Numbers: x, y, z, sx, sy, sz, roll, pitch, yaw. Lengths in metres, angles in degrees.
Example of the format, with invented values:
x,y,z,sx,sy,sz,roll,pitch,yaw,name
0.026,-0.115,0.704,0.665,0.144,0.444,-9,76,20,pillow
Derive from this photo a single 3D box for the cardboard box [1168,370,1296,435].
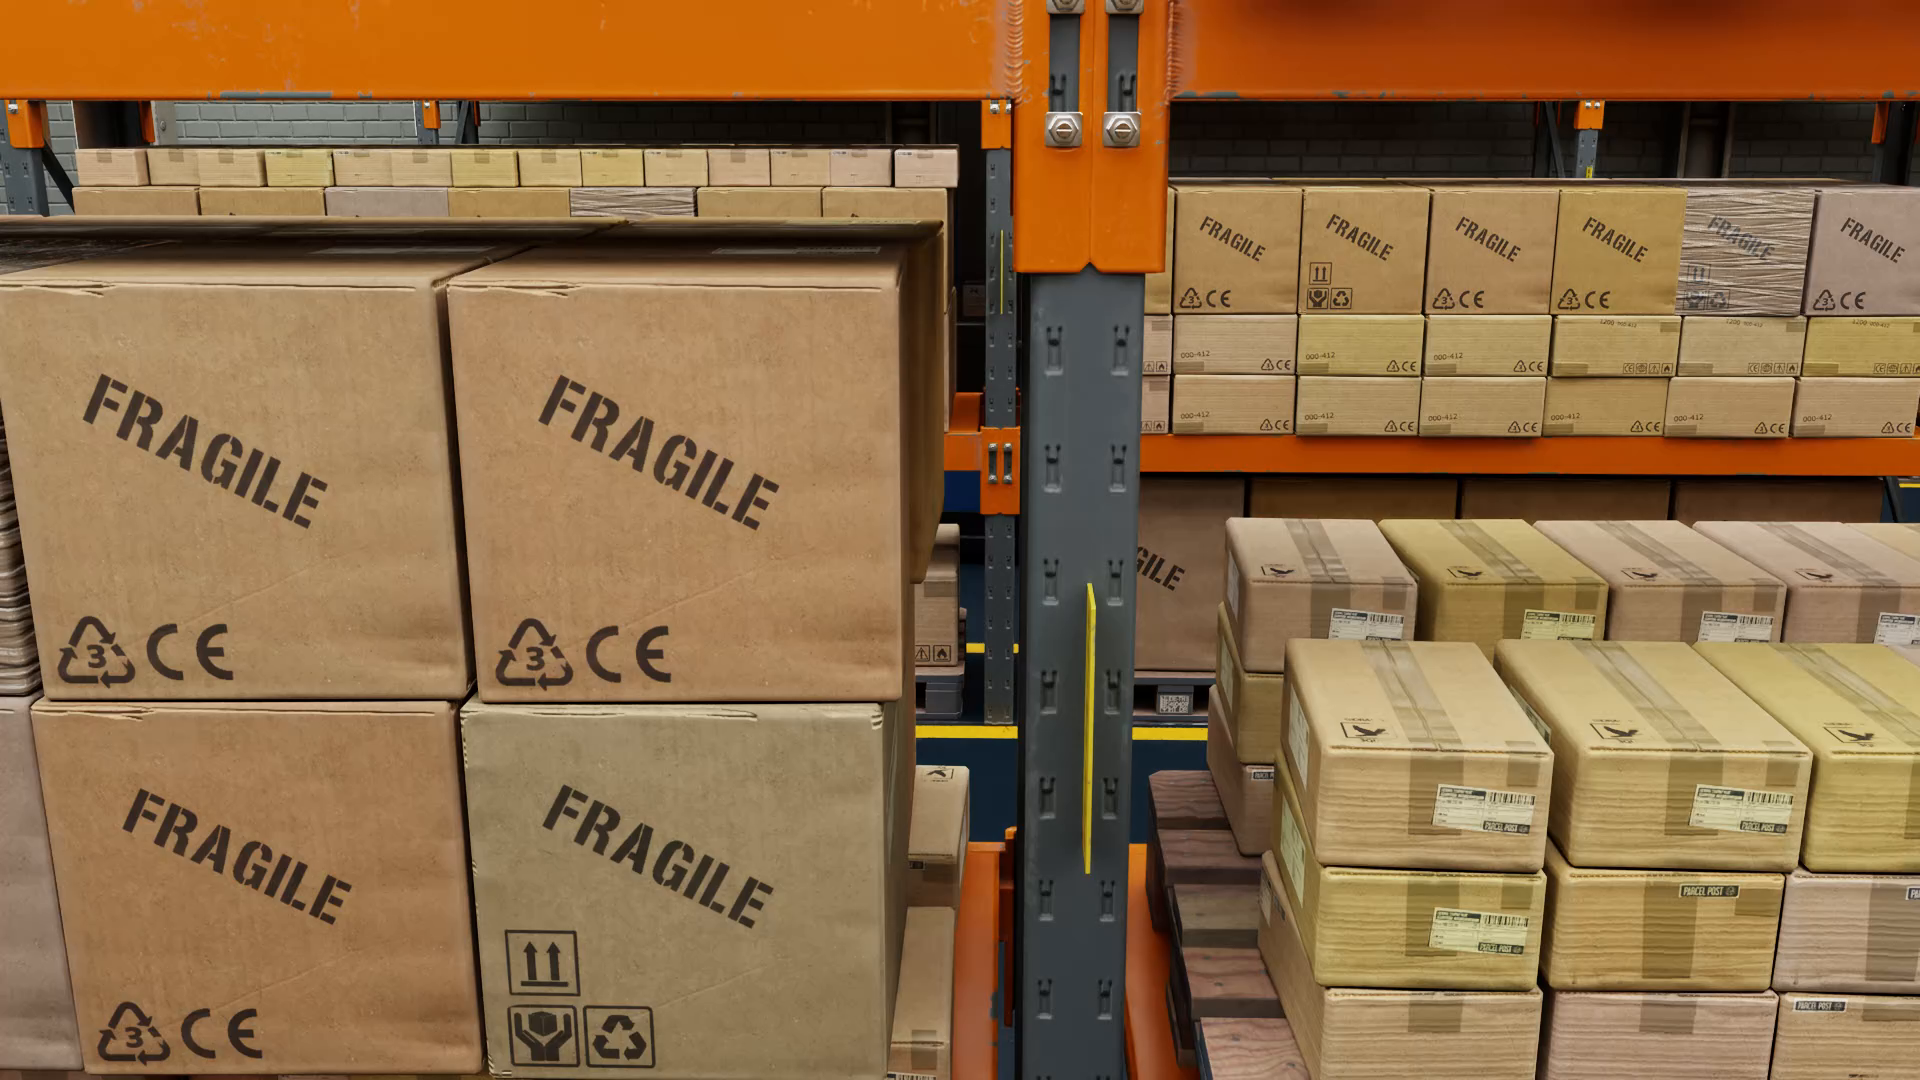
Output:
x,y,z,sx,sy,sz,roll,pitch,yaw,name
1.132,-0.618,7.098,0.500,0.250,0.500,0,15,0,cardboard box

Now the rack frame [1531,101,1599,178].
x,y,z,sx,sy,sz,roll,pitch,yaw,name
4.303,-2.004,12.055,0.127,3.000,1.000,0,15,1,rack frame

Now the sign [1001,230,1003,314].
x,y,z,sx,sy,sz,roll,pitch,yaw,name
0.168,-1.079,6.699,0.005,0.325,0.100,0,15,1,sign

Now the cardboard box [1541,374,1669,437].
x,y,z,sx,sy,sz,roll,pitch,yaw,name
2.654,-0.609,7.063,0.500,0.250,0.500,0,15,1,cardboard box

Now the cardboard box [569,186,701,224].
x,y,z,sx,sy,sz,roll,pitch,yaw,name
-1.314,-1.235,6.984,0.500,0.500,0.500,1,15,2,cardboard box

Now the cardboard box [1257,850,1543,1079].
x,y,z,sx,sy,sz,roll,pitch,yaw,name
0.538,0.537,2.093,0.250,0.149,0.380,0,15,-1,cardboard box

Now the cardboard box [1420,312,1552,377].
x,y,z,sx,sy,sz,roll,pitch,yaw,name
2.145,-0.849,6.993,0.500,0.250,0.500,0,15,0,cardboard box

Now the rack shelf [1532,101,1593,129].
x,y,z,sx,sy,sz,roll,pitch,yaw,name
2.303,-3.119,11.813,4.000,0.370,1.077,0,15,1,rack shelf

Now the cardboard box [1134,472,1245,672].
x,y,z,sx,sy,sz,roll,pitch,yaw,name
0.803,0.044,7.635,0.875,0.875,0.875,1,15,3,cardboard box

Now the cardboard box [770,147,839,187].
x,y,z,sx,sy,sz,roll,pitch,yaw,name
-0.645,-1.564,6.960,0.250,0.149,0.380,0,15,1,cardboard box

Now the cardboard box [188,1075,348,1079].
x,y,z,sx,sy,sz,roll,pitch,yaw,name
-0.918,0.668,2.419,0.250,0.149,0.380,0,15,0,cardboard box

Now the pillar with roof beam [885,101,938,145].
x,y,z,sx,sy,sz,roll,pitch,yaw,name
-0.479,-4.067,8.116,0.400,9.000,9.100,0,15,1,pillar with roof beam

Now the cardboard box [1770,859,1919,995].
x,y,z,sx,sy,sz,roll,pitch,yaw,name
1.055,0.396,2.044,0.250,0.149,0.380,1,15,3,cardboard box

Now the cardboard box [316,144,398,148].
x,y,z,sx,sy,sz,roll,pitch,yaw,name
-2.688,-1.696,7.462,0.250,0.149,0.380,1,15,3,cardboard box

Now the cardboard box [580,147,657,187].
x,y,z,sx,sy,sz,roll,pitch,yaw,name
-1.411,-1.555,6.925,0.250,0.149,0.380,0,15,0,cardboard box

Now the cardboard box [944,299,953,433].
x,y,z,sx,sy,sz,roll,pitch,yaw,name
-0.289,-0.750,7.107,0.500,0.500,0.500,1,15,2,cardboard box

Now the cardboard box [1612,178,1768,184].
x,y,z,sx,sy,sz,roll,pitch,yaw,name
3.197,-1.336,7.368,0.500,0.500,0.500,0,15,2,cardboard box

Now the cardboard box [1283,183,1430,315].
x,y,z,sx,sy,sz,roll,pitch,yaw,name
1.624,-1.219,6.926,0.500,0.500,0.500,0,15,0,cardboard box

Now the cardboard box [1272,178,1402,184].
x,y,z,sx,sy,sz,roll,pitch,yaw,name
1.658,-1.347,7.410,0.500,0.500,0.500,1,15,3,cardboard box

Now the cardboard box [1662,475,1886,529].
x,y,z,sx,sy,sz,roll,pitch,yaw,name
3.491,0.061,7.572,0.875,0.875,0.875,0,15,1,cardboard box

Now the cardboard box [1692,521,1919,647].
x,y,z,sx,sy,sz,roll,pitch,yaw,name
1.351,0.088,2.630,0.250,0.149,0.380,0,15,1,cardboard box

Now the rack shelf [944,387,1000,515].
x,y,z,sx,sy,sz,roll,pitch,yaw,name
-1.818,-0.429,7.497,4.000,0.370,1.077,0,15,1,rack shelf

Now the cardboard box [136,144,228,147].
x,y,z,sx,sy,sz,roll,pitch,yaw,name
-3.454,-1.684,7.416,0.250,0.149,0.380,1,15,2,cardboard box

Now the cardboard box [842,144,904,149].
x,y,z,sx,sy,sz,roll,pitch,yaw,name
-0.384,-1.675,7.382,0.250,0.149,0.380,1,15,2,cardboard box

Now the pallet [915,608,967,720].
x,y,z,sx,sy,sz,roll,pitch,yaw,name
-0.577,0.559,7.806,1.213,0.211,1.003,0,15,1,pallet

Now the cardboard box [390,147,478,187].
x,y,z,sx,sy,sz,roll,pitch,yaw,name
-2.173,-1.550,6.909,0.250,0.149,0.380,1,15,2,cardboard box

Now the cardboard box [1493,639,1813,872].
x,y,z,sx,sy,sz,roll,pitch,yaw,name
0.817,0.250,2.016,0.250,0.149,0.380,1,15,3,cardboard box

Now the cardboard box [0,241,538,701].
x,y,z,sx,sy,sz,roll,pitch,yaw,name
-0.838,-0.113,2.148,0.500,0.500,0.500,0,15,0,cardboard box

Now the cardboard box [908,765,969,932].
x,y,z,sx,sy,sz,roll,pitch,yaw,name
-0.119,0.535,2.924,0.250,0.149,0.380,1,15,3,cardboard box

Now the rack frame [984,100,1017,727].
x,y,z,sx,sy,sz,roll,pitch,yaw,name
0.181,-0.764,7.356,0.127,3.000,1.000,0,15,1,rack frame

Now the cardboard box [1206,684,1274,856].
x,y,z,sx,sy,sz,roll,pitch,yaw,name
0.558,0.370,2.729,0.250,0.149,0.380,0,15,0,cardboard box

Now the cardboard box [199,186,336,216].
x,y,z,sx,sy,sz,roll,pitch,yaw,name
-2.828,-1.245,7.021,0.500,0.500,0.500,0,15,0,cardboard box

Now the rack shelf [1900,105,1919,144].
x,y,z,sx,sy,sz,roll,pitch,yaw,name
6.179,-1.827,6.917,4.000,0.370,1.077,0,15,1,rack shelf

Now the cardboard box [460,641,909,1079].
x,y,z,sx,sy,sz,roll,pitch,yaw,name
-0.335,0.376,2.257,0.500,0.500,0.500,0,15,2,cardboard box

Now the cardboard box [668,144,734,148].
x,y,z,sx,sy,sz,roll,pitch,yaw,name
-1.153,-1.693,7.448,0.250,0.149,0.380,0,15,0,cardboard box

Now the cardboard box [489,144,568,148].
x,y,z,sx,sy,sz,roll,pitch,yaw,name
-1.915,-1.683,7.413,0.250,0.149,0.380,1,15,3,cardboard box

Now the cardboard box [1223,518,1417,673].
x,y,z,sx,sy,sz,roll,pitch,yaw,name
0.562,0.083,2.650,0.250,0.149,0.380,1,15,4,cardboard box

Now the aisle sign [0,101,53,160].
x,y,z,sx,sy,sz,roll,pitch,yaw,name
-3.897,-1.974,6.844,0.004,0.787,0.394,0,15,1,aisle sign

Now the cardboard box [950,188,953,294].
x,y,z,sx,sy,sz,roll,pitch,yaw,name
-0.289,-1.361,7.461,0.500,0.500,0.500,0,15,2,cardboard box

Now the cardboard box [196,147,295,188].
x,y,z,sx,sy,sz,roll,pitch,yaw,name
-2.949,-1.548,6.900,0.250,0.149,0.380,1,15,3,cardboard box

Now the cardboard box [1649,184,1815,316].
x,y,z,sx,sy,sz,roll,pitch,yaw,name
3.143,-1.208,6.881,0.500,0.500,0.500,1,15,2,cardboard box

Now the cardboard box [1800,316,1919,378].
x,y,z,sx,sy,sz,roll,pitch,yaw,name
3.689,-0.846,6.979,0.500,0.250,0.500,0,15,1,cardboard box

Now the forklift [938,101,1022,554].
x,y,z,sx,sy,sz,roll,pitch,yaw,name
0.622,-1.402,9.907,3.031,2.935,1.130,1,15,5,forklift

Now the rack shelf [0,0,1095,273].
x,y,z,sx,sy,sz,roll,pitch,yaw,name
-1.844,-0.617,2.327,4.000,0.370,1.077,0,15,1,rack shelf

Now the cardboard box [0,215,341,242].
x,y,z,sx,sy,sz,roll,pitch,yaw,name
-1.311,-0.252,2.677,0.500,0.500,0.500,1,15,2,cardboard box

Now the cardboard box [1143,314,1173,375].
x,y,z,sx,sy,sz,roll,pitch,yaw,name
0.614,-0.858,7.028,0.500,0.250,0.500,0,15,0,cardboard box
